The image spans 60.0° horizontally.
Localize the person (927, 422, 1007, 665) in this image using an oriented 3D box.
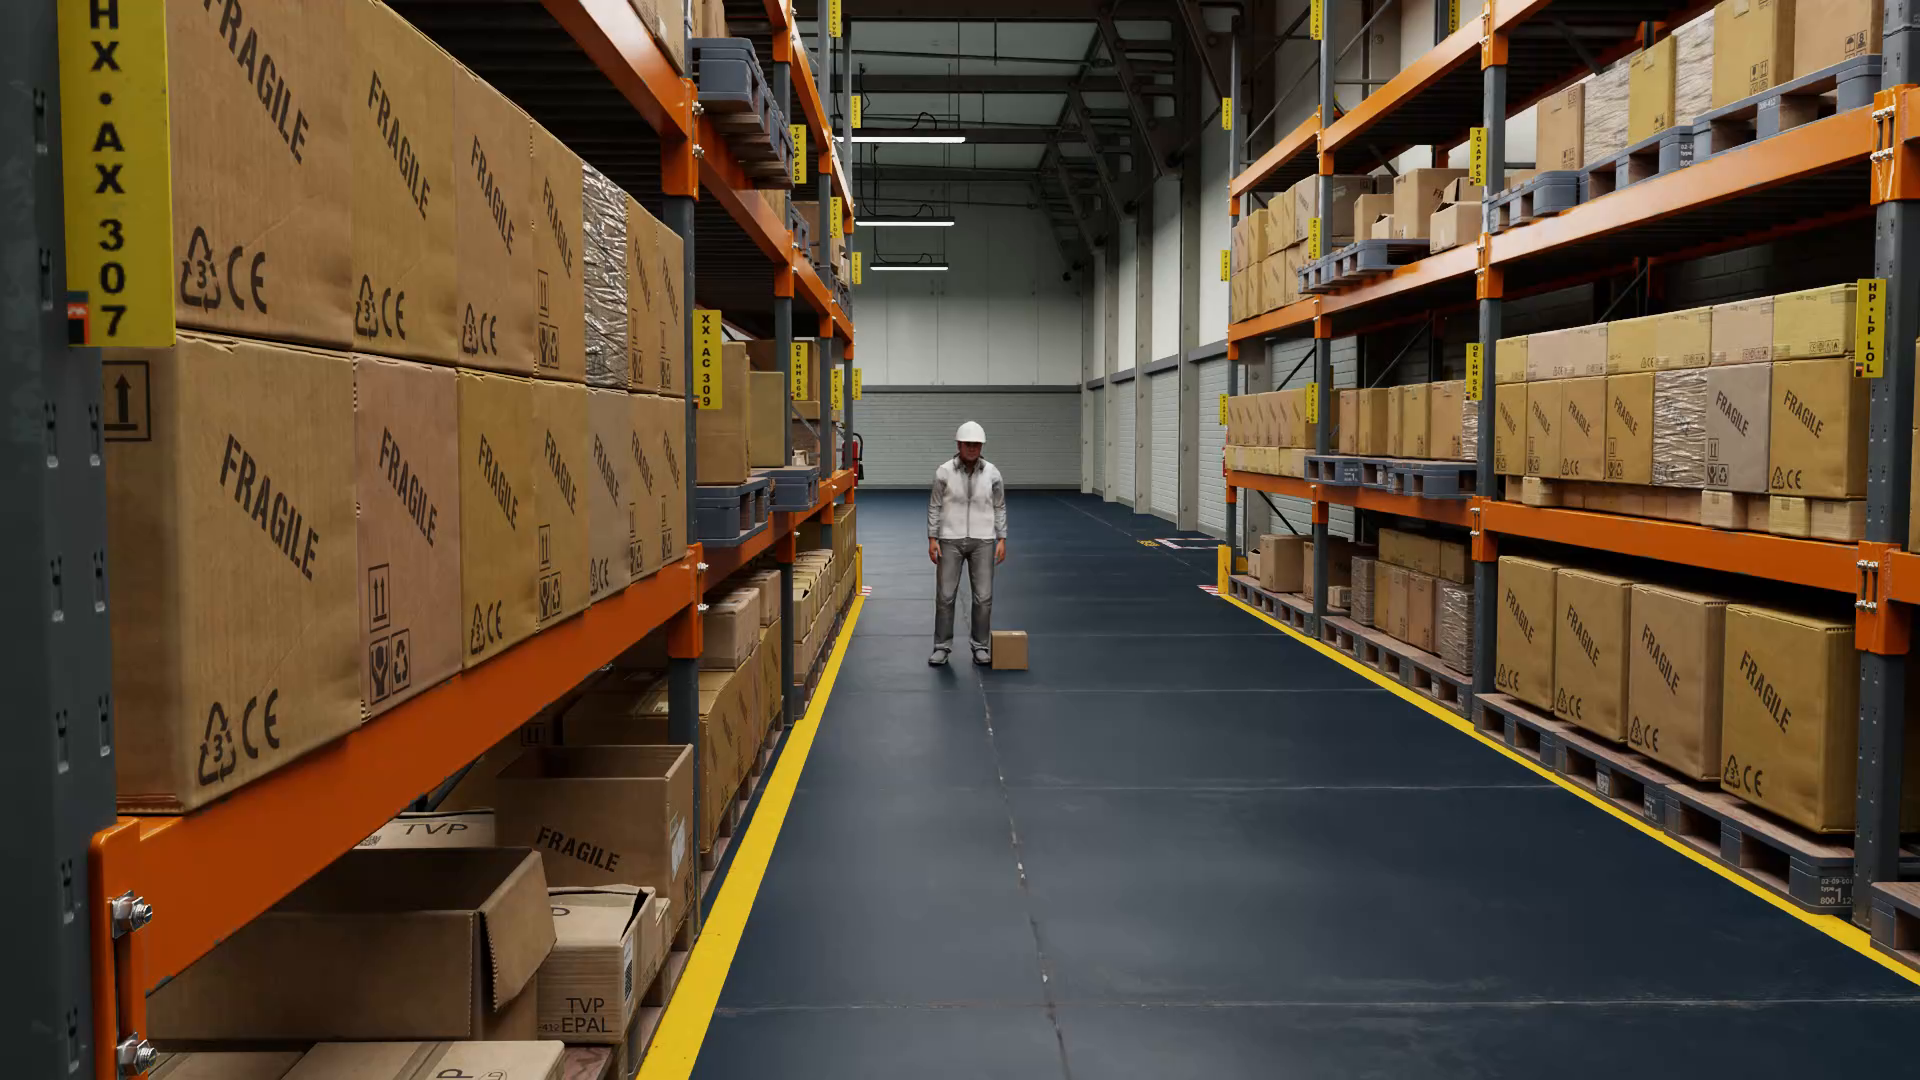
[{"bbox_3d":[0.052,0.020,12.206,0.594,1.773,0.457,0,4,-4],"label":"person"}]
